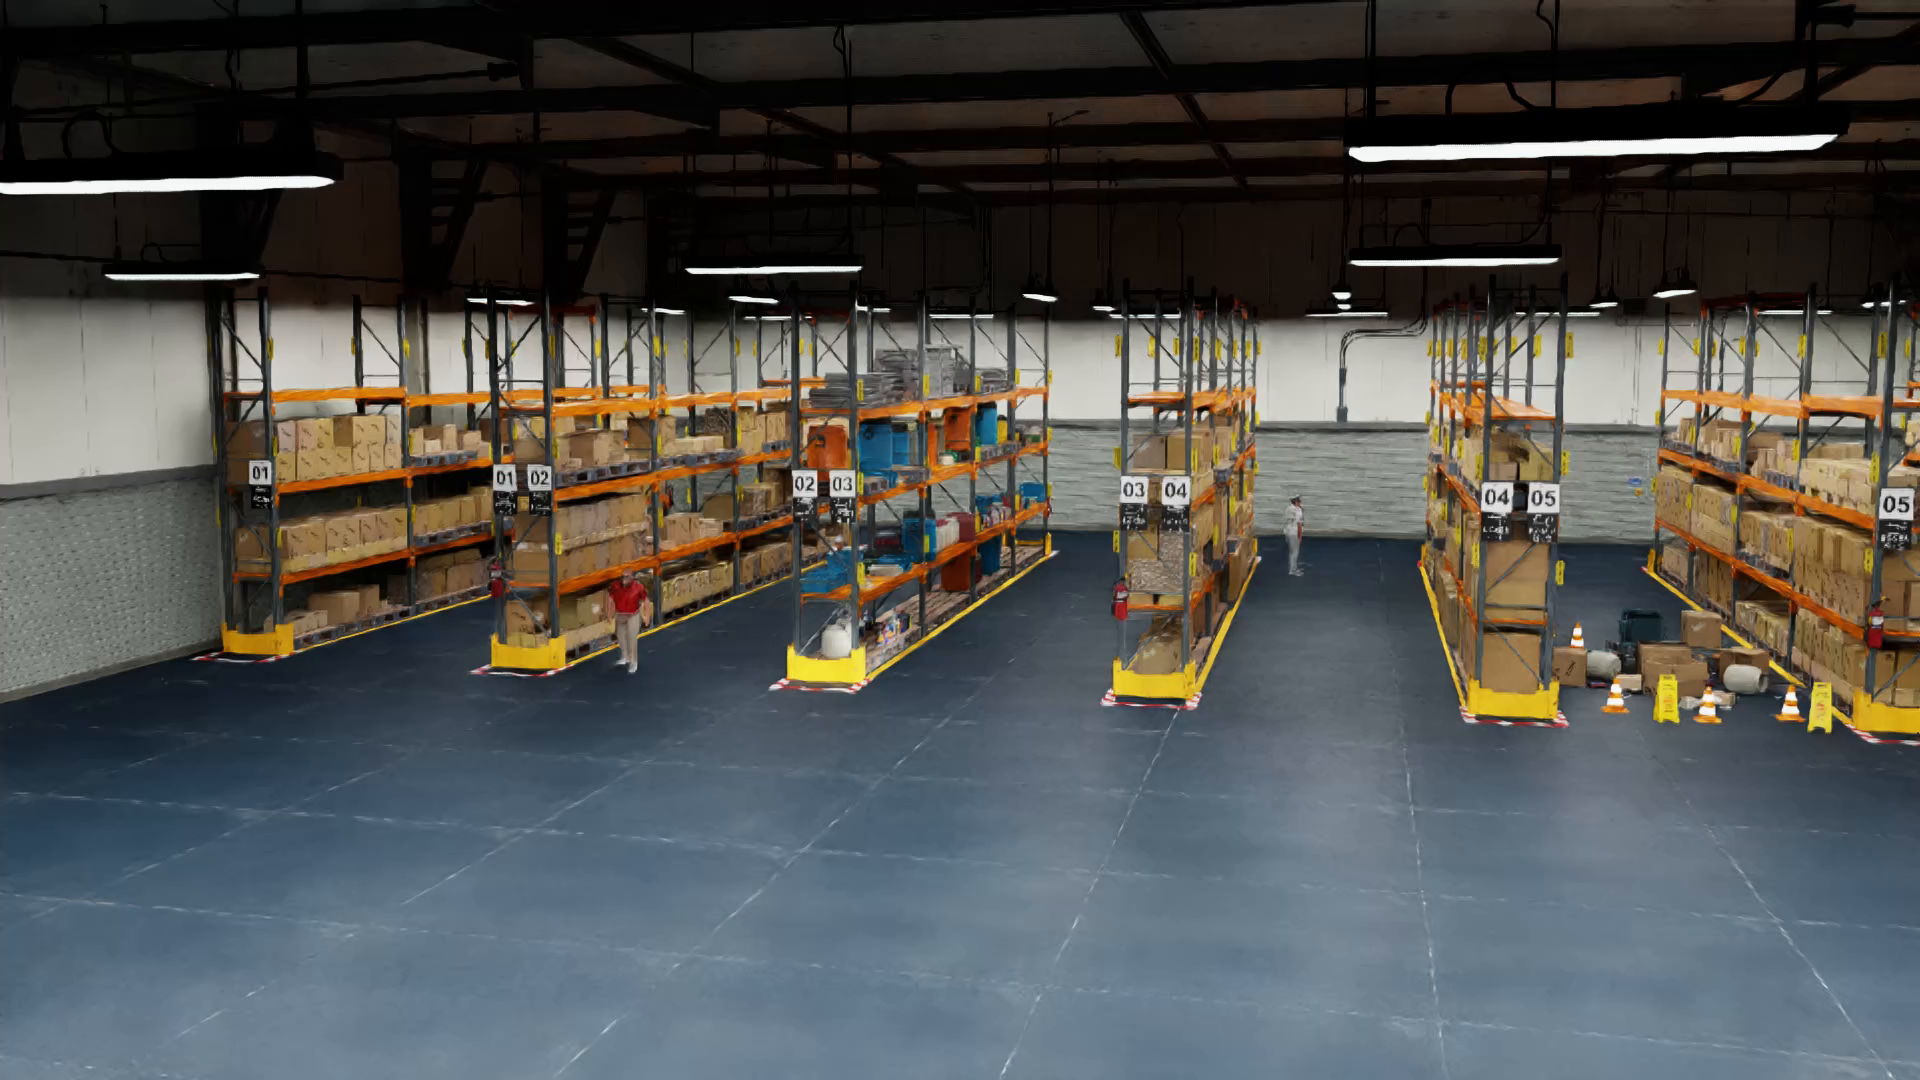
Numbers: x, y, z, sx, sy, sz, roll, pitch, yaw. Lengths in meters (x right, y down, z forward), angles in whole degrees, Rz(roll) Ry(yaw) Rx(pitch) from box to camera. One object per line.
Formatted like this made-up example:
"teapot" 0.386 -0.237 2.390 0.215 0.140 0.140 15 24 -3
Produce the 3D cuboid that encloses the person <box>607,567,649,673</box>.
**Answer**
"person" -5.185 1.209 26.145 0.670 1.640 0.834 1 7 4

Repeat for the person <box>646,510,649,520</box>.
"person" -7.475 -0.234 38.147 0.730 1.721 0.822 1 7 9

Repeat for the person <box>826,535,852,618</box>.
"person" -2.166 0.672 30.930 0.601 1.581 0.871 2 7 20

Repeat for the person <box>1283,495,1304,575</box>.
"person" 7.472 -0.122 36.937 0.515 1.773 0.692 -2 7 -15
